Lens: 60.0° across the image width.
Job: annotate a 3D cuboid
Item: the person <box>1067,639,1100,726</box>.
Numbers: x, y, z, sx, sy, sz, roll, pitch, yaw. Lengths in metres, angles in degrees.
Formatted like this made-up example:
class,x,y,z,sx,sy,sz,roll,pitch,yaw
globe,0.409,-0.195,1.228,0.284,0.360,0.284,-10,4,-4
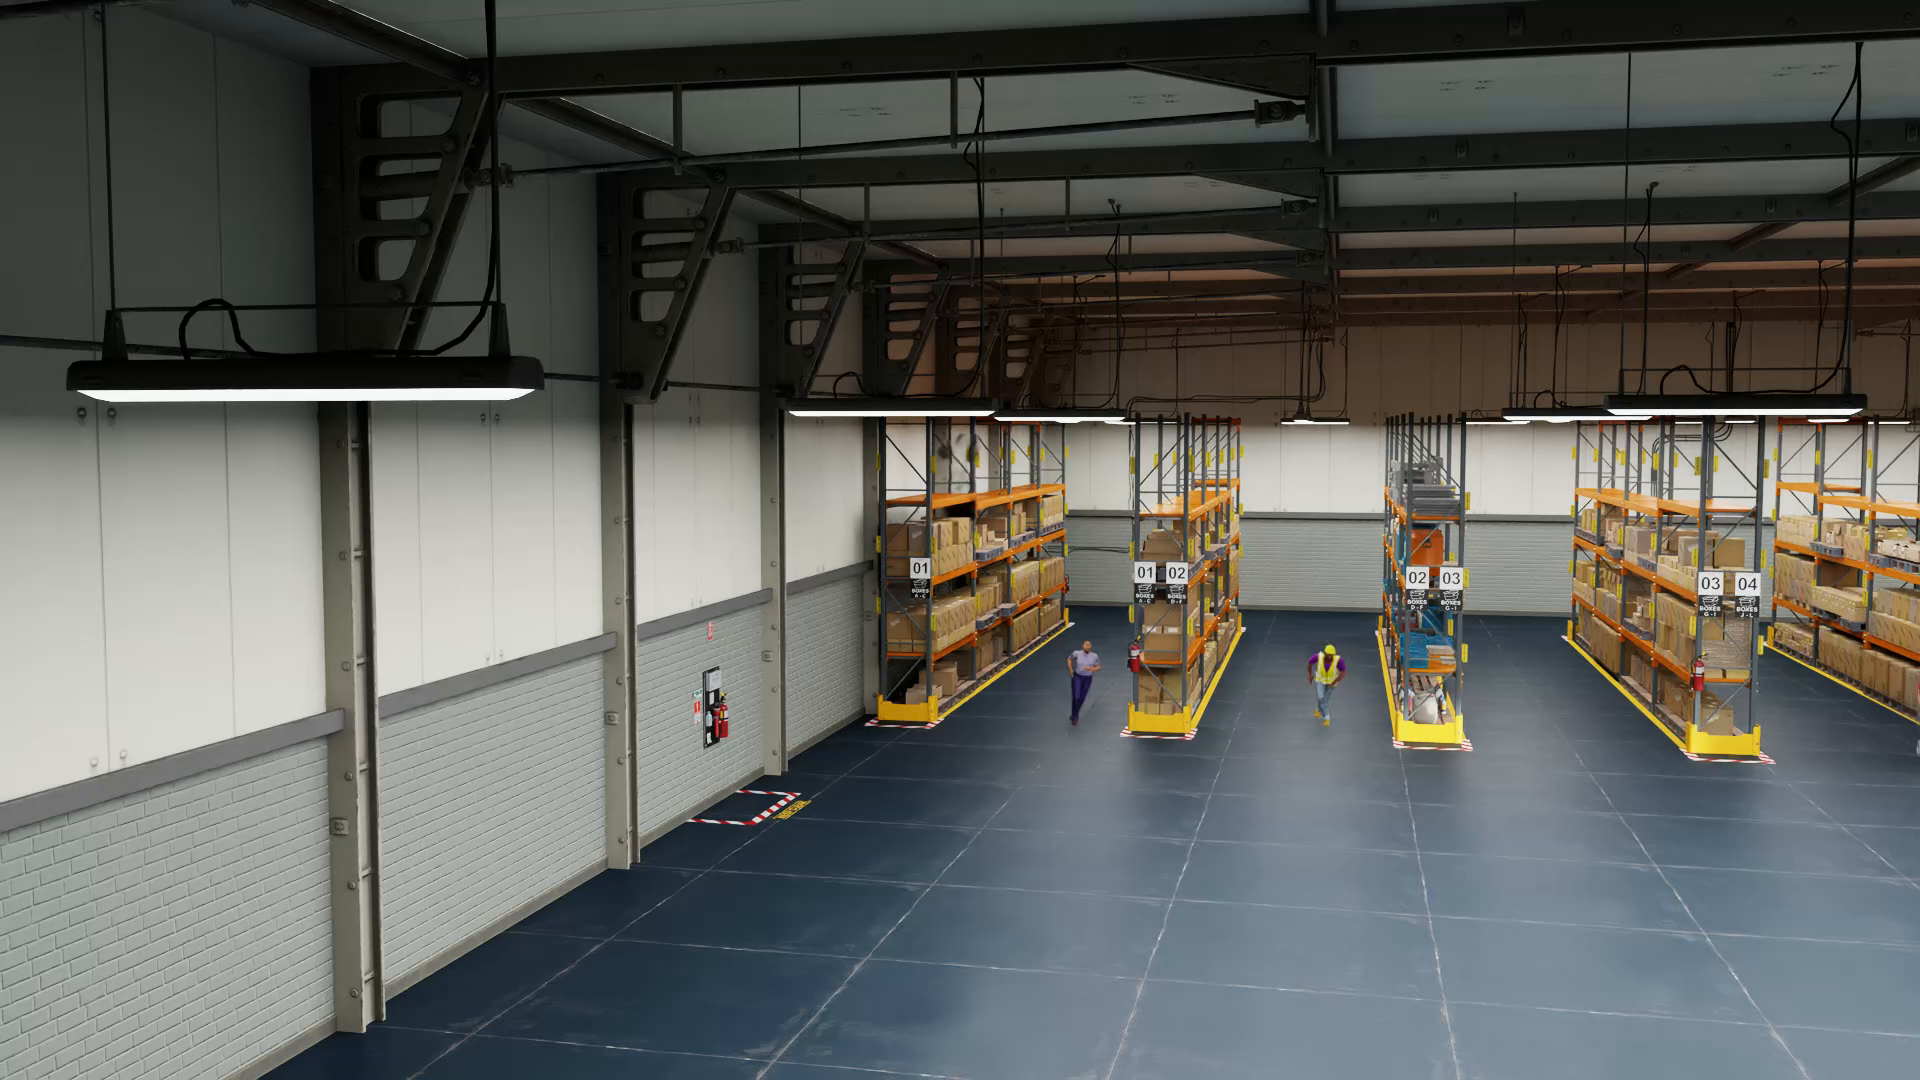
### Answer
class,x,y,z,sx,sy,sz,roll,pitch,yaw
person,2.393,2.808,32.221,0.593,1.625,0.733,-1,4,-9

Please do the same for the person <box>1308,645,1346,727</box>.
class,x,y,z,sx,sy,sz,roll,pitch,yaw
person,7.084,2.768,32.185,0.707,1.596,1.130,0,4,6

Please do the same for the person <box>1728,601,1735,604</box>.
class,x,y,z,sx,sy,sz,roll,pitch,yaw
person,19.718,2.060,42.378,0.698,1.725,0.867,2,4,24
